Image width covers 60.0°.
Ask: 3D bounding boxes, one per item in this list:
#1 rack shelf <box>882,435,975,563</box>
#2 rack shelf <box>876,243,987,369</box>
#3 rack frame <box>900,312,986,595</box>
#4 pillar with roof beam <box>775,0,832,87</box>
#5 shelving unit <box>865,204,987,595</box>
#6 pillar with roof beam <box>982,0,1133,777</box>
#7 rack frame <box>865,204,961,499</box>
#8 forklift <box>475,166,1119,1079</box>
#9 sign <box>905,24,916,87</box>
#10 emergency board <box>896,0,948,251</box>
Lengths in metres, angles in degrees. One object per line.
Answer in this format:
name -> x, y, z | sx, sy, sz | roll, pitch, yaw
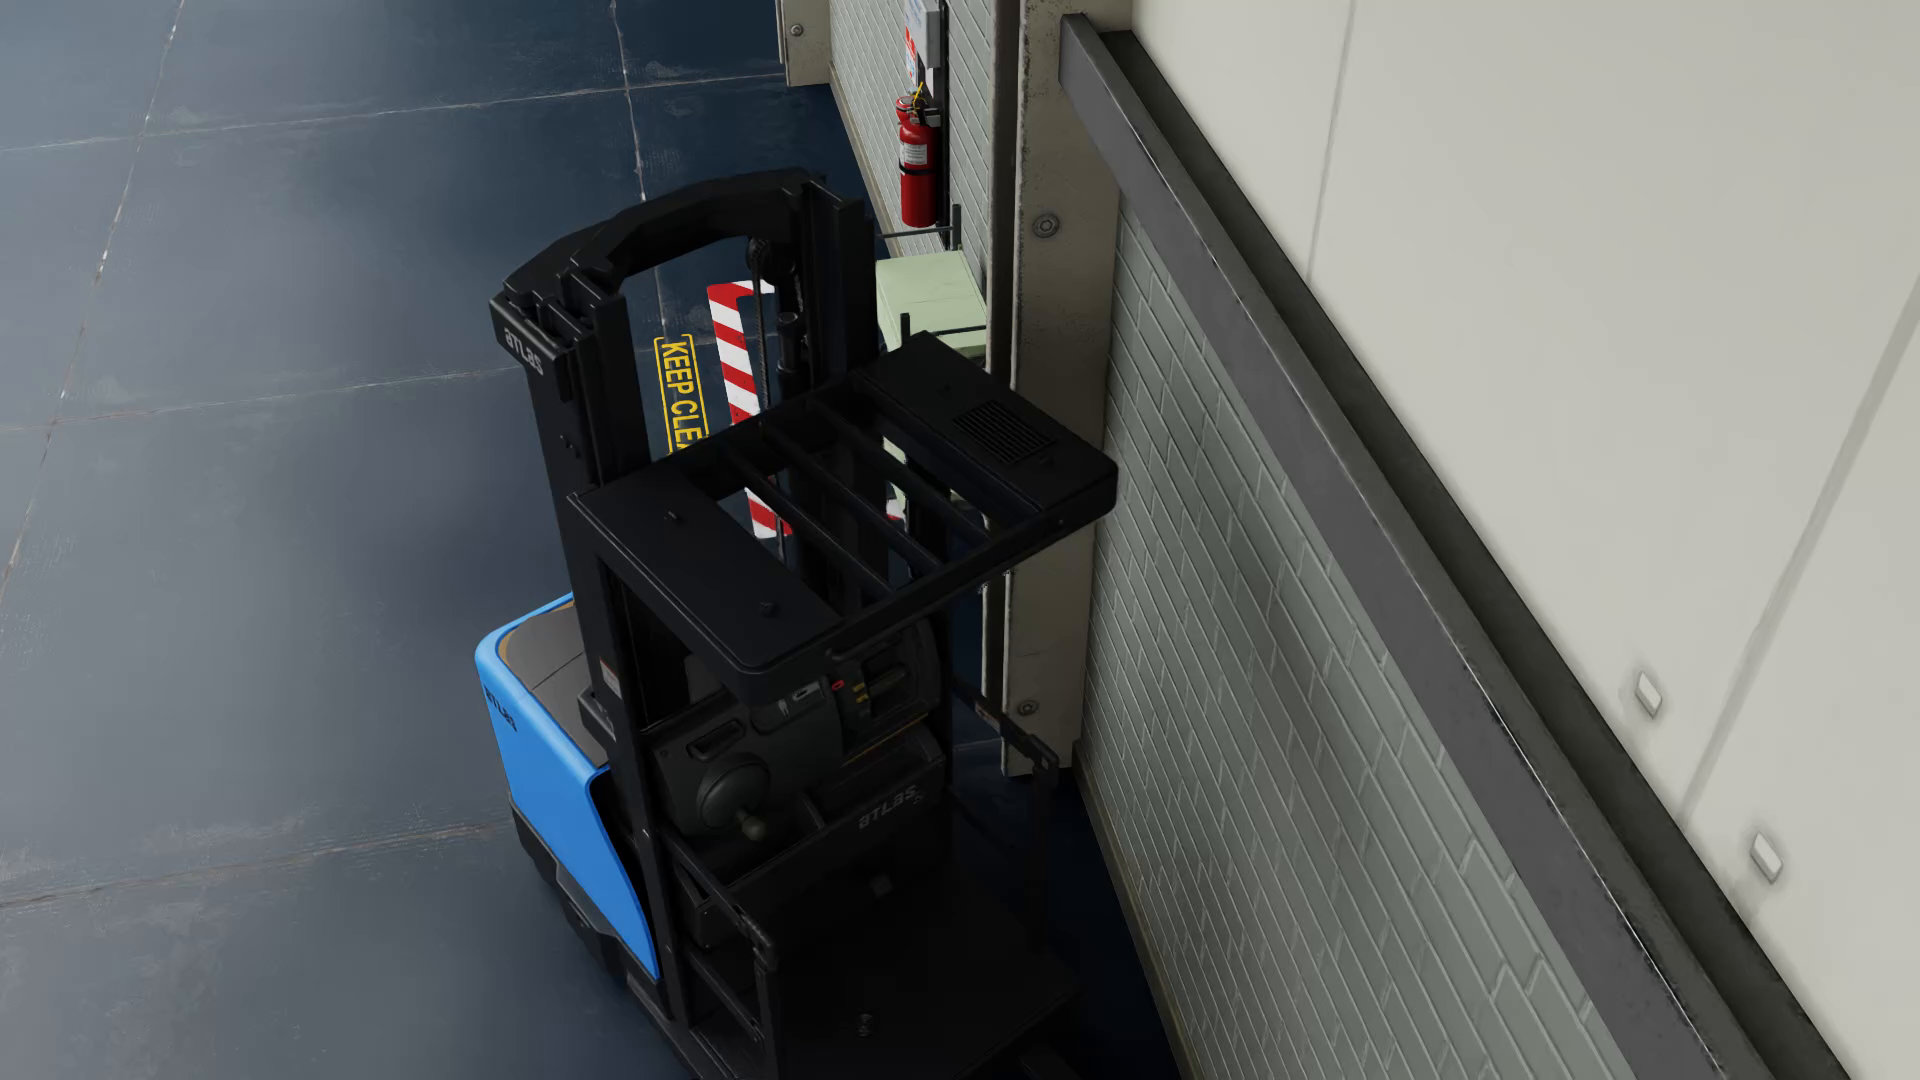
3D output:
rack shelf -> -0.110, -0.304, 7.235 | 0.431, 0.370, 0.720 | -9, 42, -10
rack shelf -> -0.110, -0.839, 6.759 | 0.431, 0.370, 0.720 | -9, 42, -10
rack frame -> -0.028, -0.310, 6.752 | 0.400, 1.500, 0.023 | -9, 42, -10
pillar with roof beam -> -5.219, -5.862, 7.357 | 9.100, 9.000, 0.400 | -8, 42, -9
shelving unit -> -0.110, -0.547, 7.018 | 0.431, 1.500, 0.755 | -9, 42, -10
pillar with roof beam -> -3.924, -1.972, 2.975 | 9.100, 9.000, 0.400 | -8, 42, -9
rack frame -> -0.192, -0.784, 7.285 | 0.400, 1.500, 0.023 | -9, 42, -10
forklift -> -0.311, 0.592, 4.656 | 1.130, 2.935, 3.031 | -29, 49, -28
sign -> -0.235, -2.340, 7.881 | 0.001, 0.329, 0.234 | -8, 42, -9
emergency board -> -0.216, -1.953, 7.472 | 0.194, 1.169, 0.643 | -8, 42, -9
